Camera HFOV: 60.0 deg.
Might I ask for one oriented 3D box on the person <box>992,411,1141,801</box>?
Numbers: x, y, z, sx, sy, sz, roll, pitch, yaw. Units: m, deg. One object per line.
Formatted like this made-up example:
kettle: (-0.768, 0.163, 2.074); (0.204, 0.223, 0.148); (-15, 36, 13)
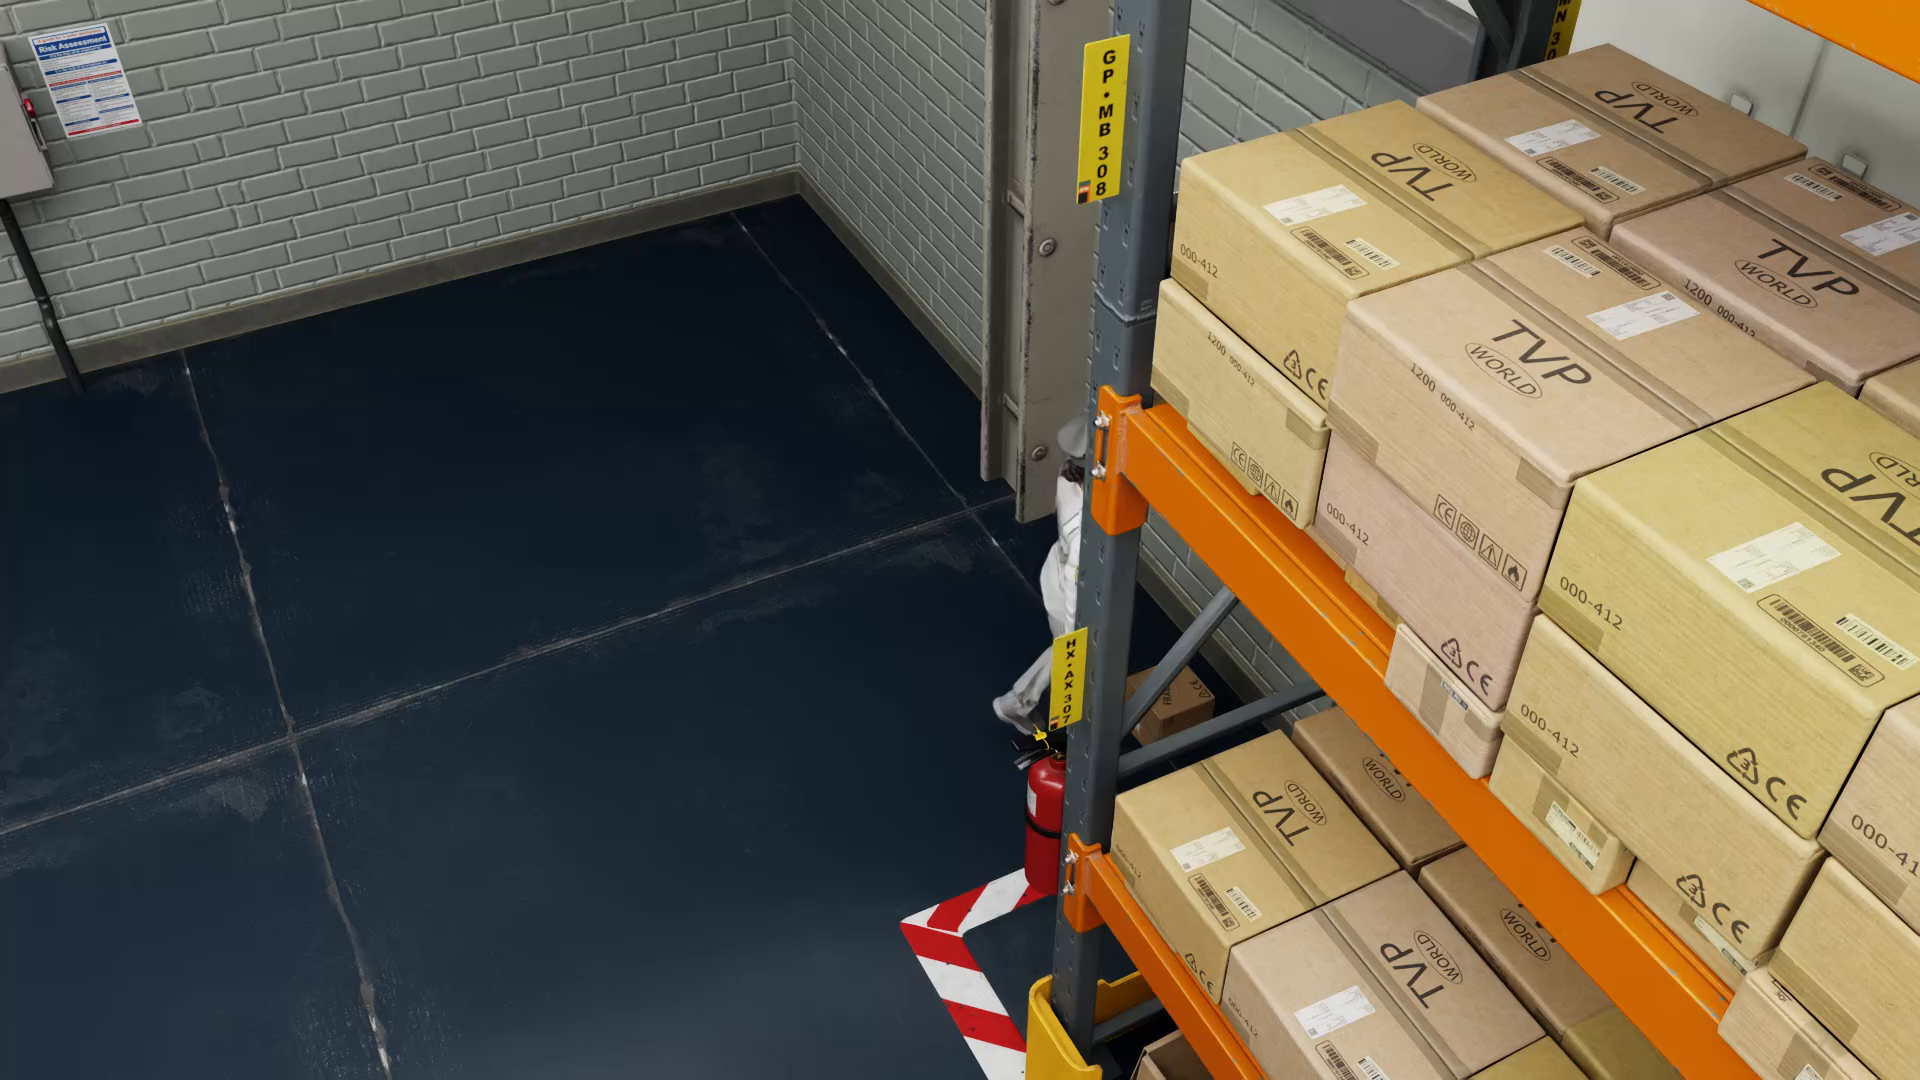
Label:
person: (0.409, 0.264, 5.822); (0.554, 1.664, 0.598); (-3, 42, -3)
